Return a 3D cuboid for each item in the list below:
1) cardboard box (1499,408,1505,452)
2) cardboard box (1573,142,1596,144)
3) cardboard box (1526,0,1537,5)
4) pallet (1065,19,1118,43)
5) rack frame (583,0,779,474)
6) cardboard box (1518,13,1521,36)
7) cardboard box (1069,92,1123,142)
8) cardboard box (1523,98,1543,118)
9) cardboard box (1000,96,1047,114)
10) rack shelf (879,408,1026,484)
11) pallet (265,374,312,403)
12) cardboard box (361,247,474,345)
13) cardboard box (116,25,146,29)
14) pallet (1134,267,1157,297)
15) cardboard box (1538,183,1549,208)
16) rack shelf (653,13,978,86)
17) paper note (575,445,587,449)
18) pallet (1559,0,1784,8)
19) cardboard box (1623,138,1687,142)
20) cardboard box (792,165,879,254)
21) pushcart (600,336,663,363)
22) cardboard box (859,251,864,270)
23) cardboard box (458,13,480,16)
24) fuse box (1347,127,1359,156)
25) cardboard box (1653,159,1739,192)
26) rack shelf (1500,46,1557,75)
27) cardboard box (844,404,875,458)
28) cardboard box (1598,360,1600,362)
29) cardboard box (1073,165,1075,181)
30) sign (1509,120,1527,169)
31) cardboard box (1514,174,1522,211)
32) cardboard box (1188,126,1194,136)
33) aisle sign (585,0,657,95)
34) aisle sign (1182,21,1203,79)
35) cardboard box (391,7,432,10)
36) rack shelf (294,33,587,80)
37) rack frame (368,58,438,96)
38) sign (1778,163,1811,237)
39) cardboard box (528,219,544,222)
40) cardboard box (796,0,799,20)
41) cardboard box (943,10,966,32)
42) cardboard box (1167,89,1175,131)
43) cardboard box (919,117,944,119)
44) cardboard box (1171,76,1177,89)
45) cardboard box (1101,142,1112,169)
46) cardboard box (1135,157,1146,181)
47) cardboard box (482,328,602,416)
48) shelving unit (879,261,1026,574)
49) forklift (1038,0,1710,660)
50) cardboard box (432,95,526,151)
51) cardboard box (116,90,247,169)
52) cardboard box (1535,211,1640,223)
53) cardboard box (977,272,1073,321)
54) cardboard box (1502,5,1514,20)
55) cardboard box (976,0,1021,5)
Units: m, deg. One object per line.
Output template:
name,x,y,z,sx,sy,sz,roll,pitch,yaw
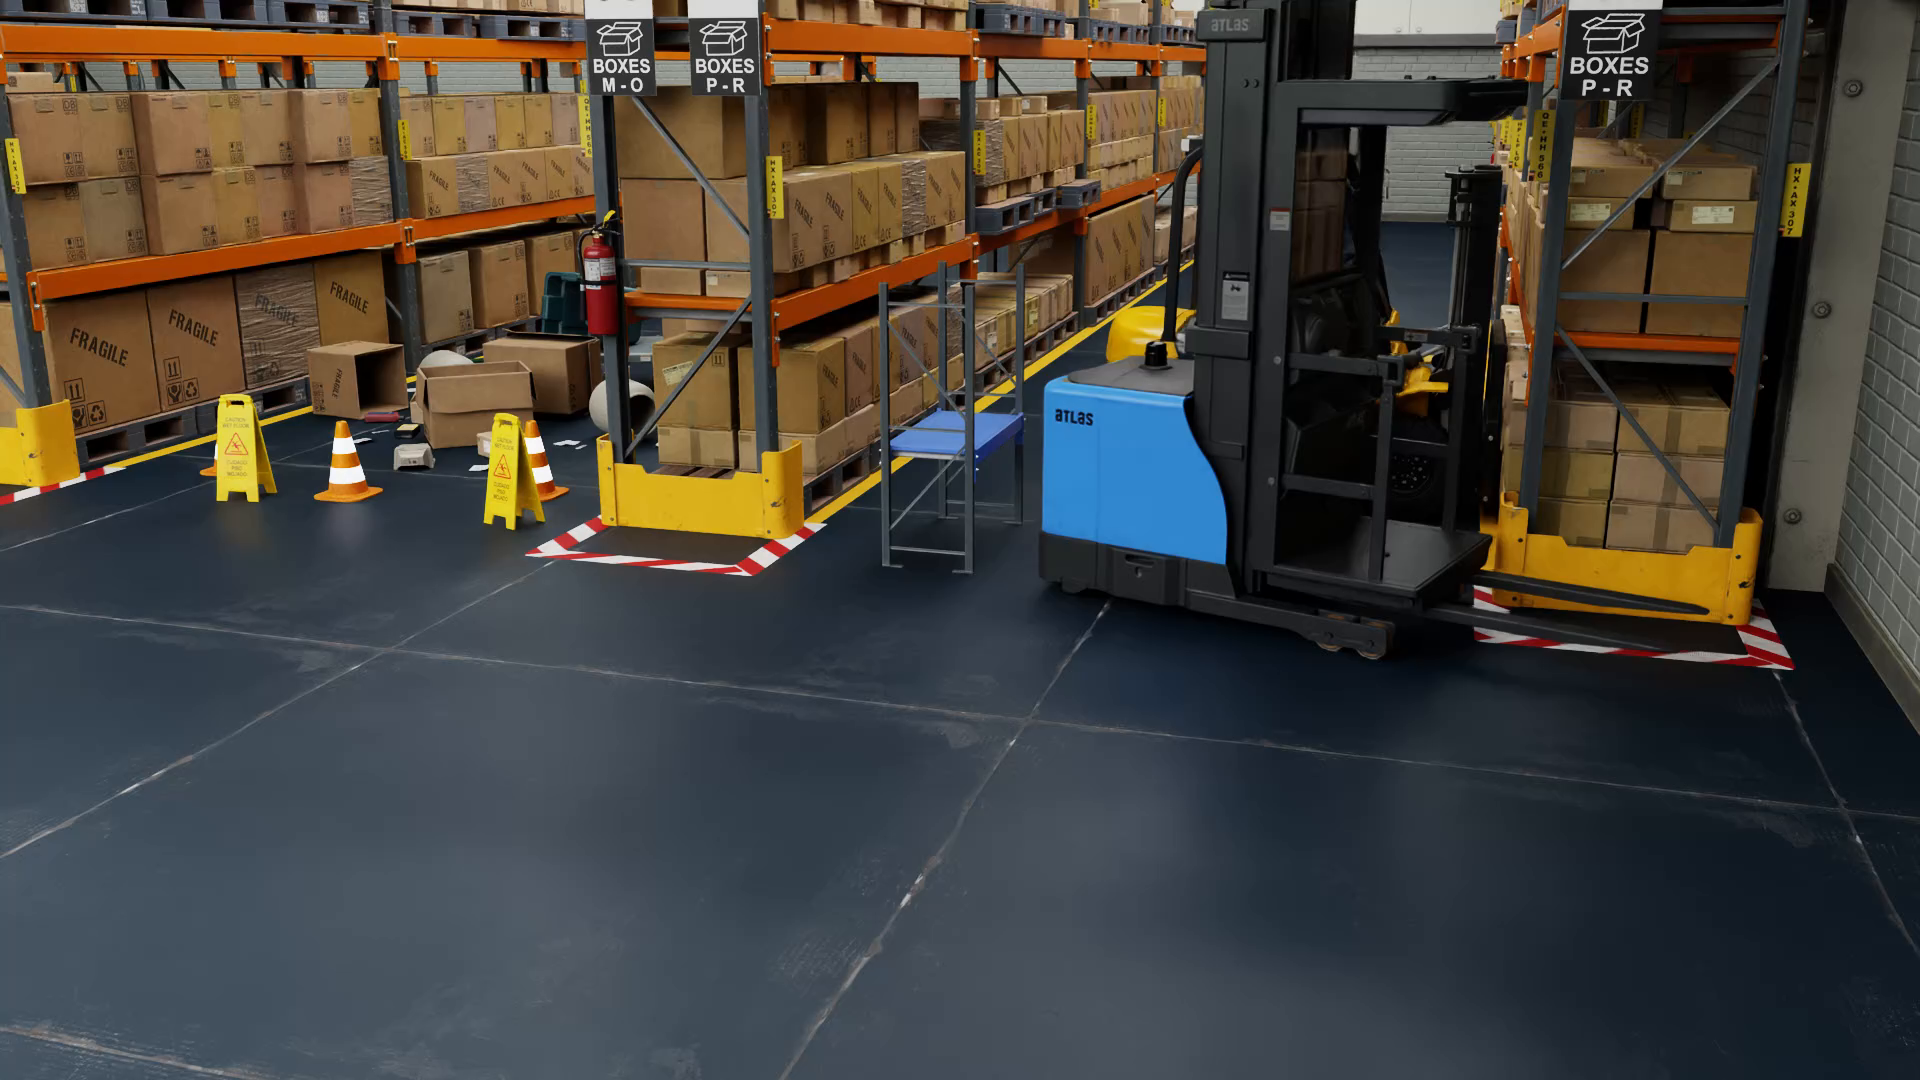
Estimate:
cardboard box,3.363,-0.667,9.538,0.500,0.250,0.500,4,16,15
cardboard box,3.784,-2.416,10.433,0.380,0.149,0.250,5,17,17
cardboard box,5.032,-4.653,13.603,0.700,0.500,0.500,4,16,15
pallet,0.891,-5.130,16.769,1.213,0.211,1.003,5,17,18
rack frame,-1.515,-1.513,9.166,1.000,3.000,0.127,5,16,16
cardboard box,5.432,-4.746,15.342,0.500,0.250,0.500,4,16,14
cardboard box,1.427,-4.510,17.716,0.500,0.500,0.500,5,17,17
cardboard box,6.979,-5.256,20.719,0.500,0.500,0.500,5,17,17
cardboard box,0.564,-3.861,14.758,0.380,0.149,0.250,4,16,13
rack shelf,-0.024,-0.526,9.095,0.538,0.185,1.000,5,16,16
pallet,-5.444,-1.382,13.816,1.003,0.211,1.213,5,16,16
cardboard box,-5.063,-2.206,14.962,1.050,0.750,0.750,5,16,16
cardboard box,-8.916,-5.340,17.436,0.500,0.250,0.500,5,17,17
pallet,1.748,-3.103,19.882,1.003,0.211,1.213,5,16,16
cardboard box,3.364,-1.871,9.057,0.380,0.149,0.250,4,16,14
rack shelf,-0.947,-3.133,10.699,1.077,0.370,4.000,5,16,16
paper note,-2.643,-0.650,11.601,0.032,0.001,0.123,5,16,16
pallet,3.471,-2.712,8.060,1.003,0.211,1.213,5,16,16
cardboard box,4.581,-2.572,10.982,0.380,0.149,0.250,5,16,16
cardboard box,-0.827,-2.075,10.421,0.500,0.500,0.500,4,16,15
pushcart,-2.578,-1.461,13.790,1.648,0.377,0.936,-1,16,-3
cardboard box,-0.834,-1.802,10.645,0.380,0.149,0.250,5,17,18
cardboard box,-7.284,-7.512,23.683,0.700,0.500,0.500,6,17,19
fuse box,6.585,-6.355,28.598,0.539,1.711,0.414,5,16,16
cardboard box,3.714,-1.839,8.400,0.380,0.149,0.250,5,17,17
rack shelf,7.224,-5.888,20.414,1.077,0.370,4.000,5,16,16
cardboard box,-0.868,-0.714,10.621,0.500,0.250,0.500,5,17,18
cardboard box,4.006,-0.995,9.776,0.500,0.250,0.500,4,16,15
cardboard box,0.884,-3.507,15.888,0.380,0.149,0.250,5,17,17
sign,3.859,-2.734,11.494,0.100,0.325,0.005,5,16,16
cardboard box,4.276,-2.492,11.977,0.500,0.250,0.500,4,16,15
cardboard box,2.855,-5.335,22.457,0.500,0.500,0.500,5,17,17
aisle sign,-1.811,-2.770,8.833,0.394,0.787,0.004,5,16,16
aisle sign,3.350,-6.944,23.551,0.394,0.787,0.004,5,16,16
cardboard box,-5.013,-4.878,14.854,0.500,0.250,0.500,4,16,15
rack shelf,-4.585,-4.537,15.649,1.077,0.370,4.000,5,16,16
rack frame,-7.606,-5.421,22.944,1.000,3.000,0.127,5,16,16
sign,3.776,-1.539,7.526,0.100,0.325,0.005,5,16,16
cardboard box,-6.833,-5.235,25.414,0.875,0.875,0.875,5,16,16
cardboard box,-1.121,-2.972,9.274,0.380,0.149,0.250,4,16,14
cardboard box,-0.175,-3.775,12.105,0.380,0.149,0.250,5,17,16
cardboard box,2.412,-5.419,20.921,0.500,0.500,0.500,4,16,15
cardboard box,-0.327,-3.221,13.690,0.500,0.500,0.500,5,17,16
cardboard box,2.556,-5.822,21.153,0.380,0.149,0.250,4,16,14
cardboard box,1.287,-4.023,17.373,0.500,0.250,0.500,5,17,17
cardboard box,1.864,-4.310,19.302,0.500,0.250,0.500,4,16,15
cardboard box,-3.185,-1.278,12.665,0.797,0.637,0.503,5,16,16
shelving unit,-0.024,-0.699,9.046,0.538,1.500,1.048,5,16,16
forklift,1.904,-1.040,7.624,3.031,2.935,1.130,10,19,33
cardboard box,-4.584,-3.975,15.831,0.700,0.500,0.500,4,16,15
cardboard box,-5.764,-2.992,12.126,0.875,0.550,0.500,5,16,16
cardboard box,3.290,-1.461,8.800,0.500,0.500,0.500,5,17,18
cardboard box,0.588,-2.396,16.327,0.950,0.372,0.625,3,16,12
cardboard box,6.082,-5.728,18.039,0.380,0.149,0.250,5,17,16
cardboard box,0.172,-4.254,12.838,0.500,0.250,0.500,4,16,14
